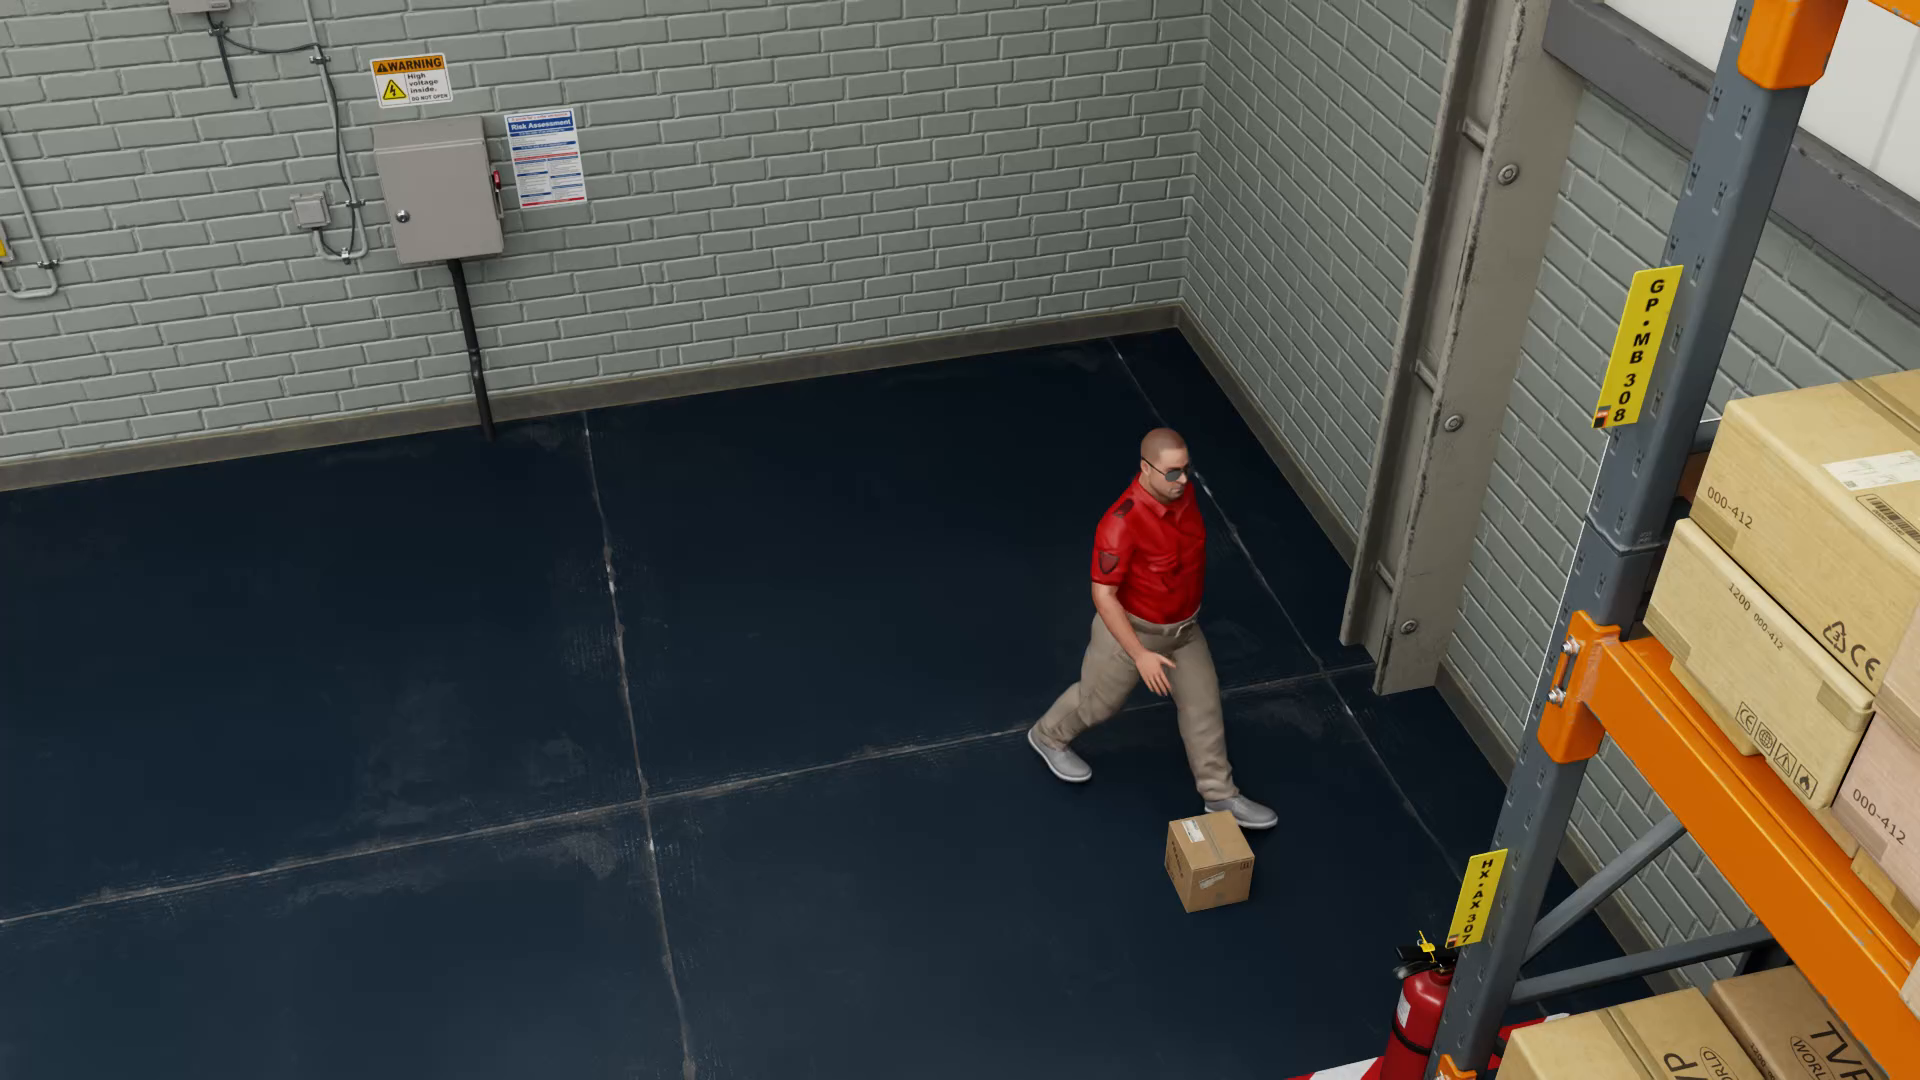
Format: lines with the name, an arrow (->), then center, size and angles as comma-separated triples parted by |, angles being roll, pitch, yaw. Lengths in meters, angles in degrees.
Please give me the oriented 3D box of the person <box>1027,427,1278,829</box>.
person -> 0.798, 0.358, 6.295 | 0.625, 1.666, 1.046 | -29, 46, -32
